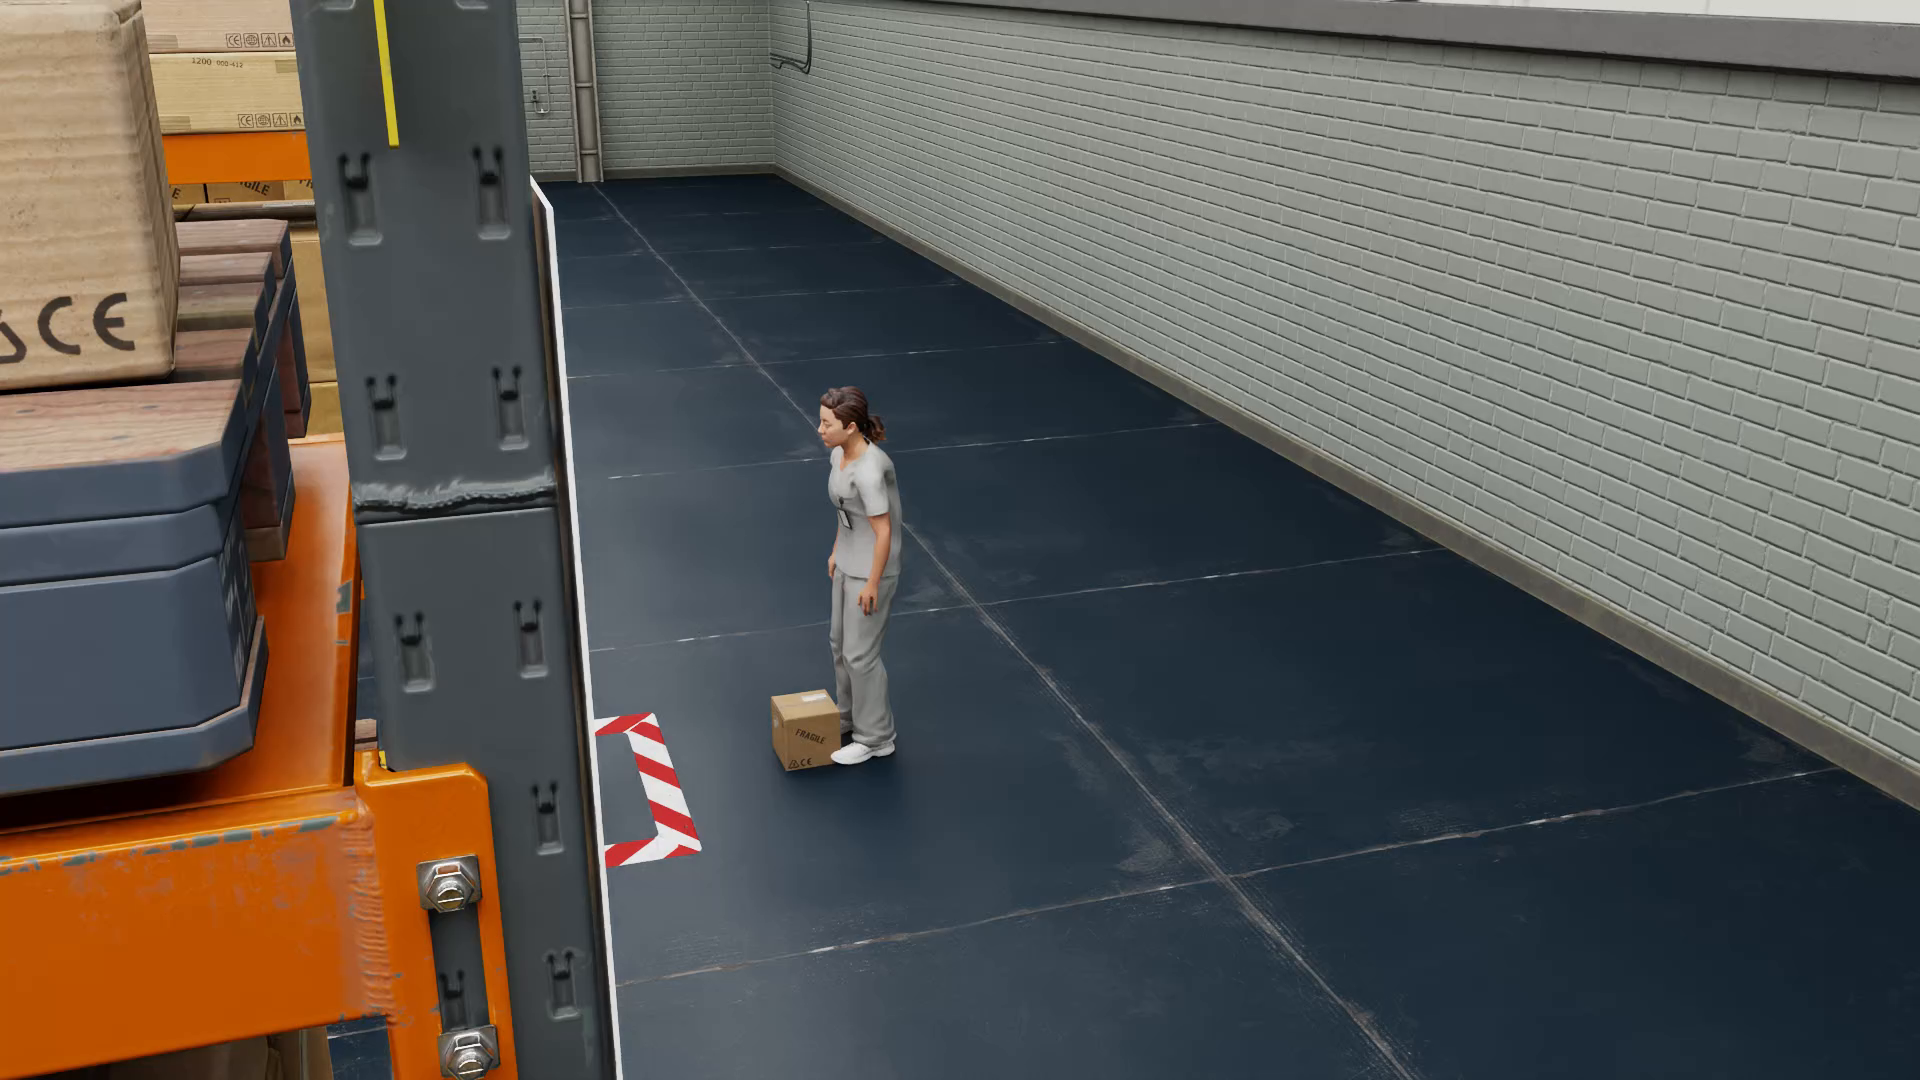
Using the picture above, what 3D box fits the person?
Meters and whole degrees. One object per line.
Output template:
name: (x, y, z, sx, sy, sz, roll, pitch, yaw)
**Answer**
person: (-0.443, 0.138, 7.177, 0.361, 1.671, 0.513, -8, 21, -21)
